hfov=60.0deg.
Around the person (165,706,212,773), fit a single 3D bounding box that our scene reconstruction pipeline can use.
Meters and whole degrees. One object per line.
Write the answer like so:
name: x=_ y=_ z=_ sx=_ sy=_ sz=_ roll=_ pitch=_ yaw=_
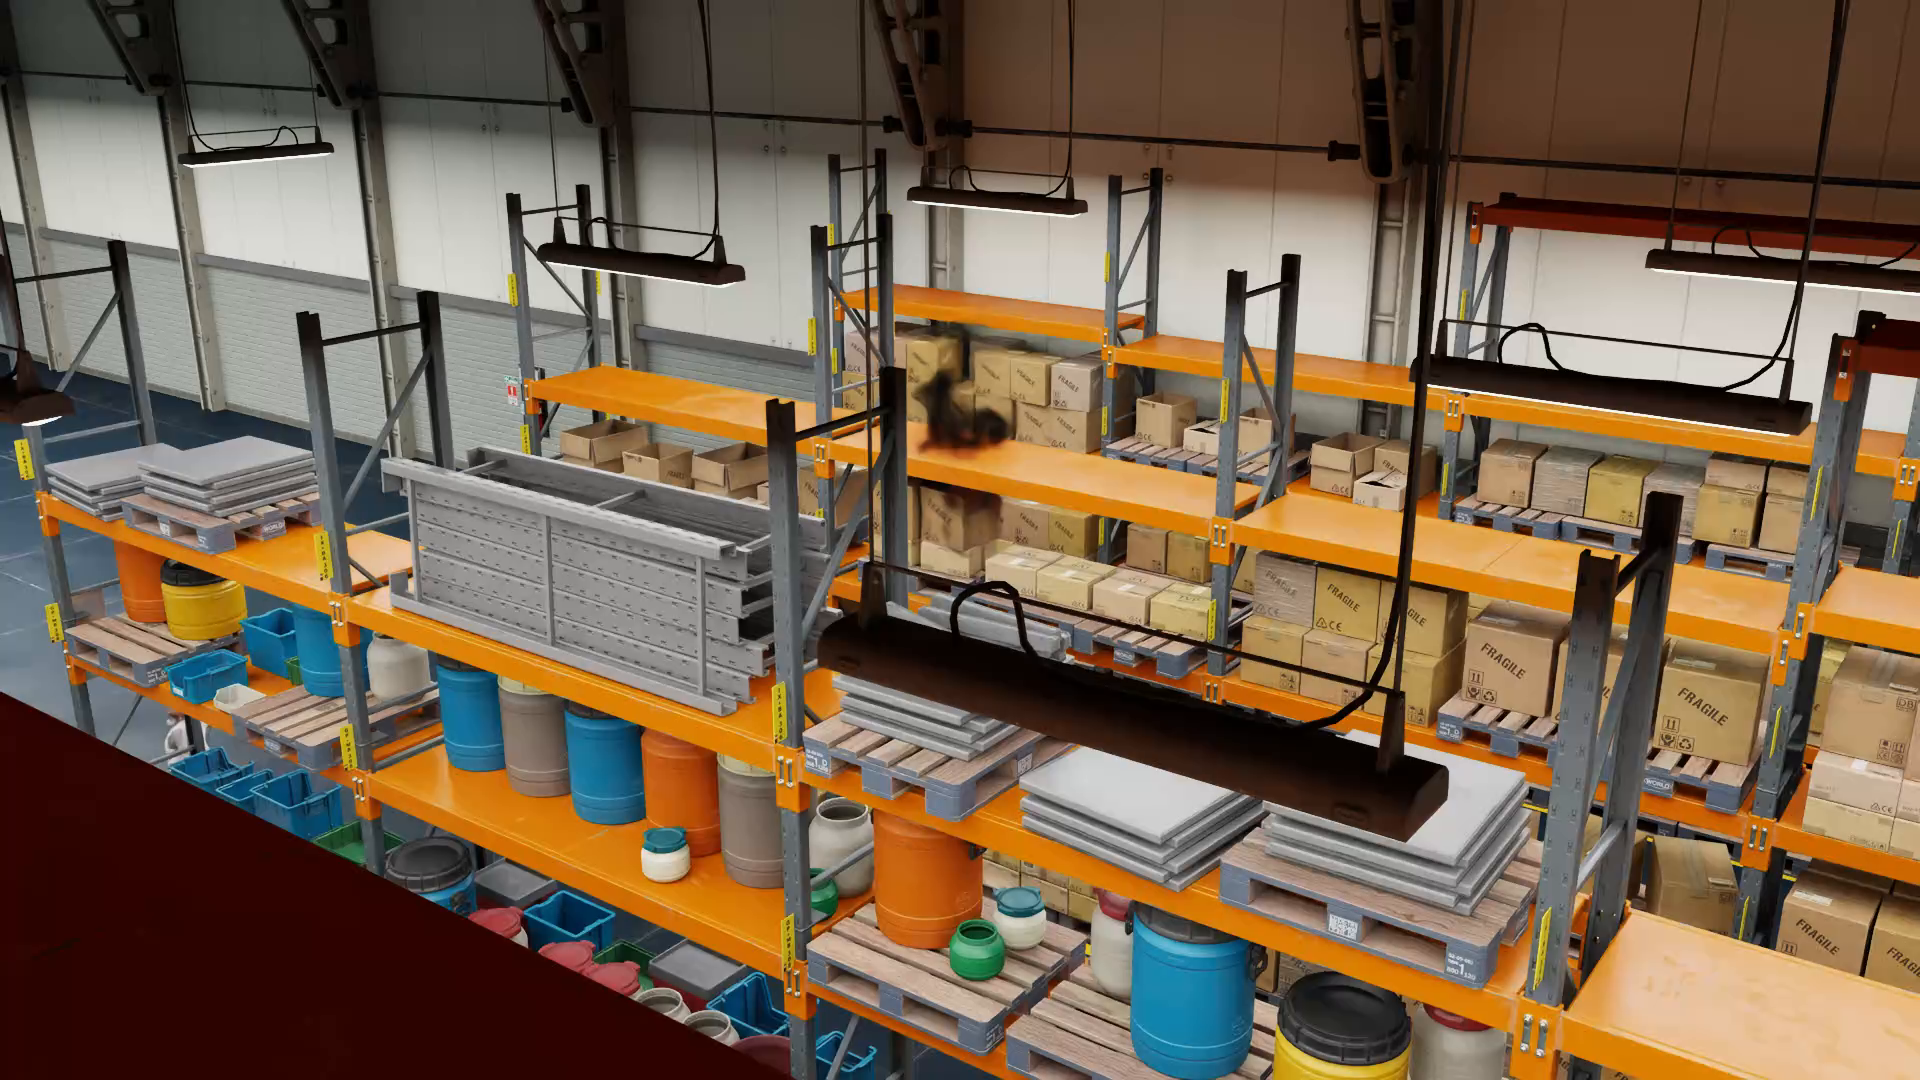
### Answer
person: x=-7.335 y=2.192 z=15.860 sx=0.822 sy=1.721 sz=0.713 roll=-1 pitch=19 yaw=-4
